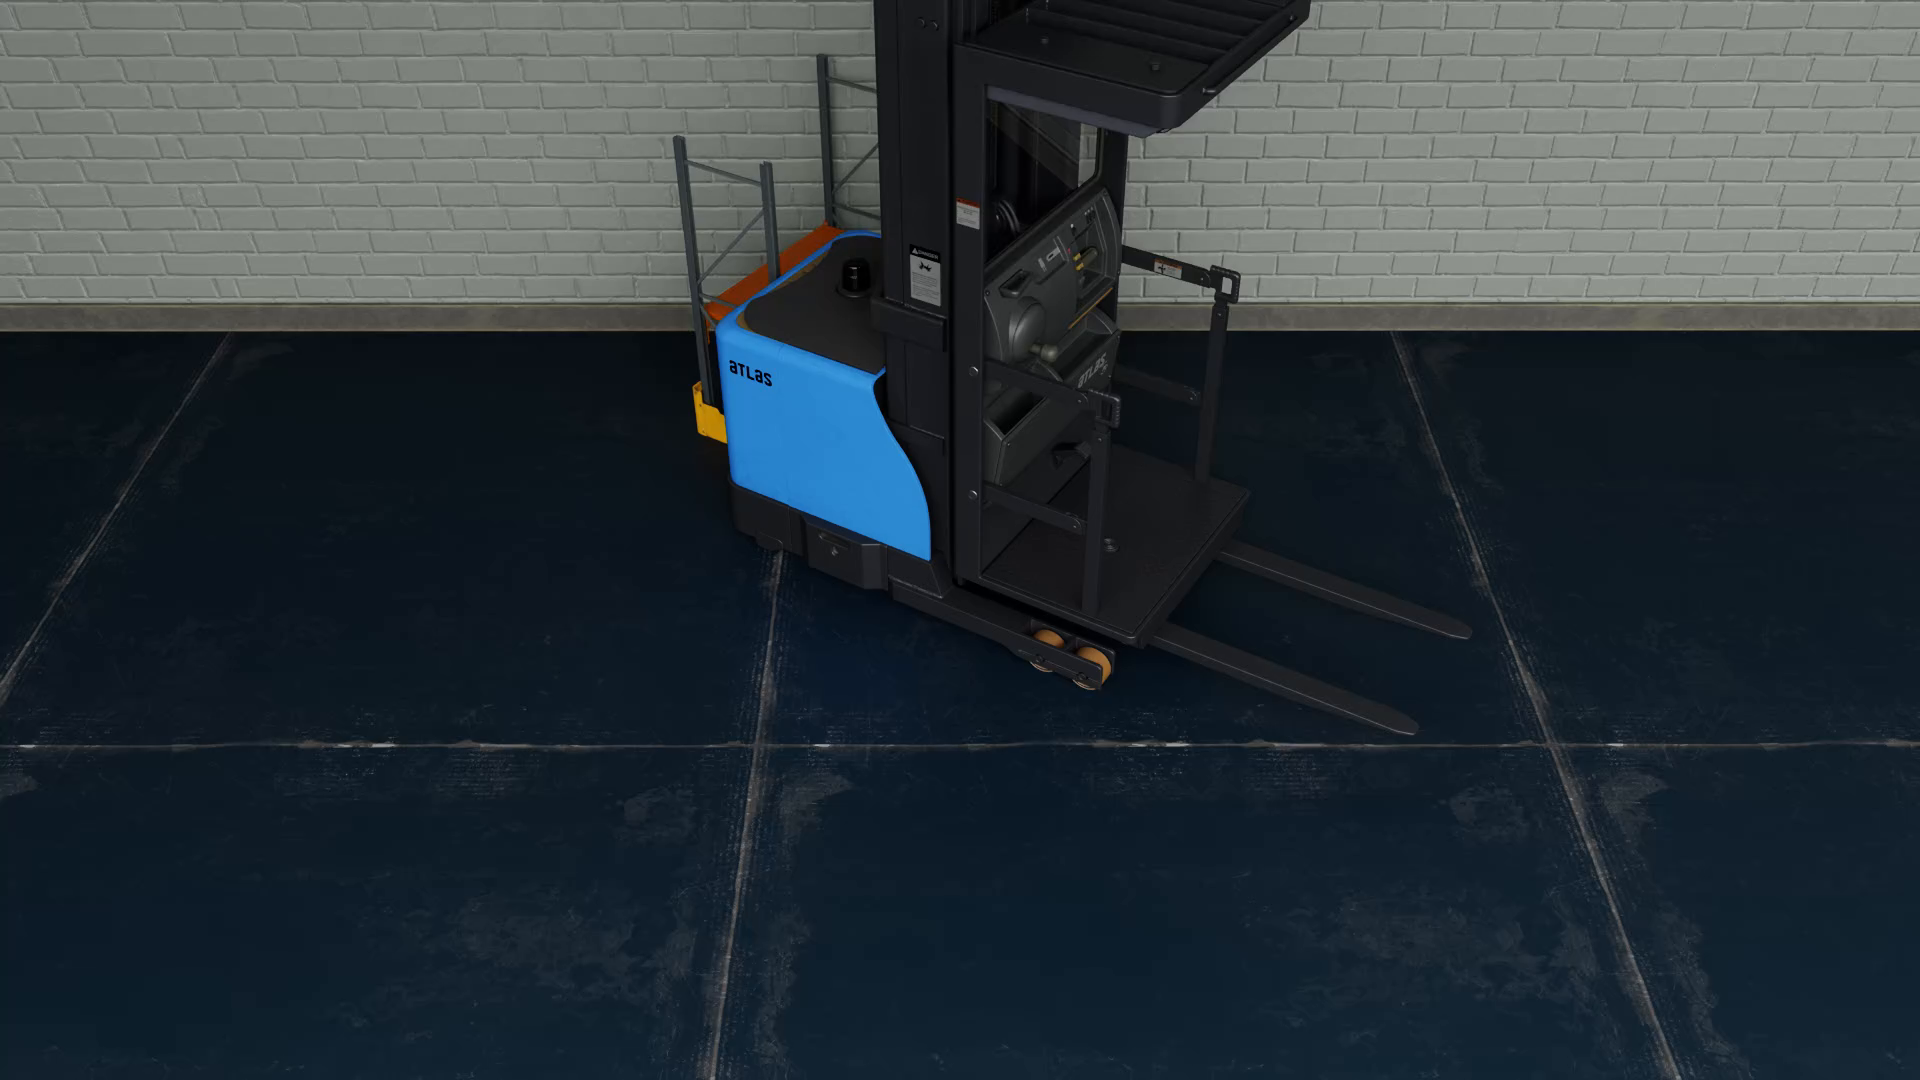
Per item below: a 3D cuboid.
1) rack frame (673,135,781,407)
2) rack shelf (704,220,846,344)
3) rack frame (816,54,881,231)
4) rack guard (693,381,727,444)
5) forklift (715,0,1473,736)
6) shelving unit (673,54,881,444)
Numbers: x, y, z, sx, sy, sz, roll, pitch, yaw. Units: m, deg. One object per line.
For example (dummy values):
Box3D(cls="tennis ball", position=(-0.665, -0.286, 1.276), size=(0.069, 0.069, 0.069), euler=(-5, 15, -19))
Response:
Box3D(cls="rack frame", position=(-0.983, -1.021, 7.325), size=(0.500, 1.500, 0.032), euler=(22, 43, 25))
Box3D(cls="rack shelf", position=(-0.711, -1.150, 7.773), size=(0.538, 0.185, 1.000), euler=(22, 43, 25))
Box3D(cls="rack frame", position=(-0.440, -1.559, 7.996), size=(0.500, 1.500, 0.032), euler=(22, 43, 25))
Box3D(cls="rack guard", position=(-0.982, -0.534, 7.717), size=(0.587, 0.250, 0.087), euler=(22, 43, 25))
Box3D(cls="forklift", position=(0.529, -0.939, 6.078), size=(3.031, 2.935, 1.130), euler=(21, 43, 24))
Box3D(cls="shelving unit", position=(-0.716, -1.285, 7.654), size=(0.587, 1.500, 1.083), euler=(22, 43, 25))
